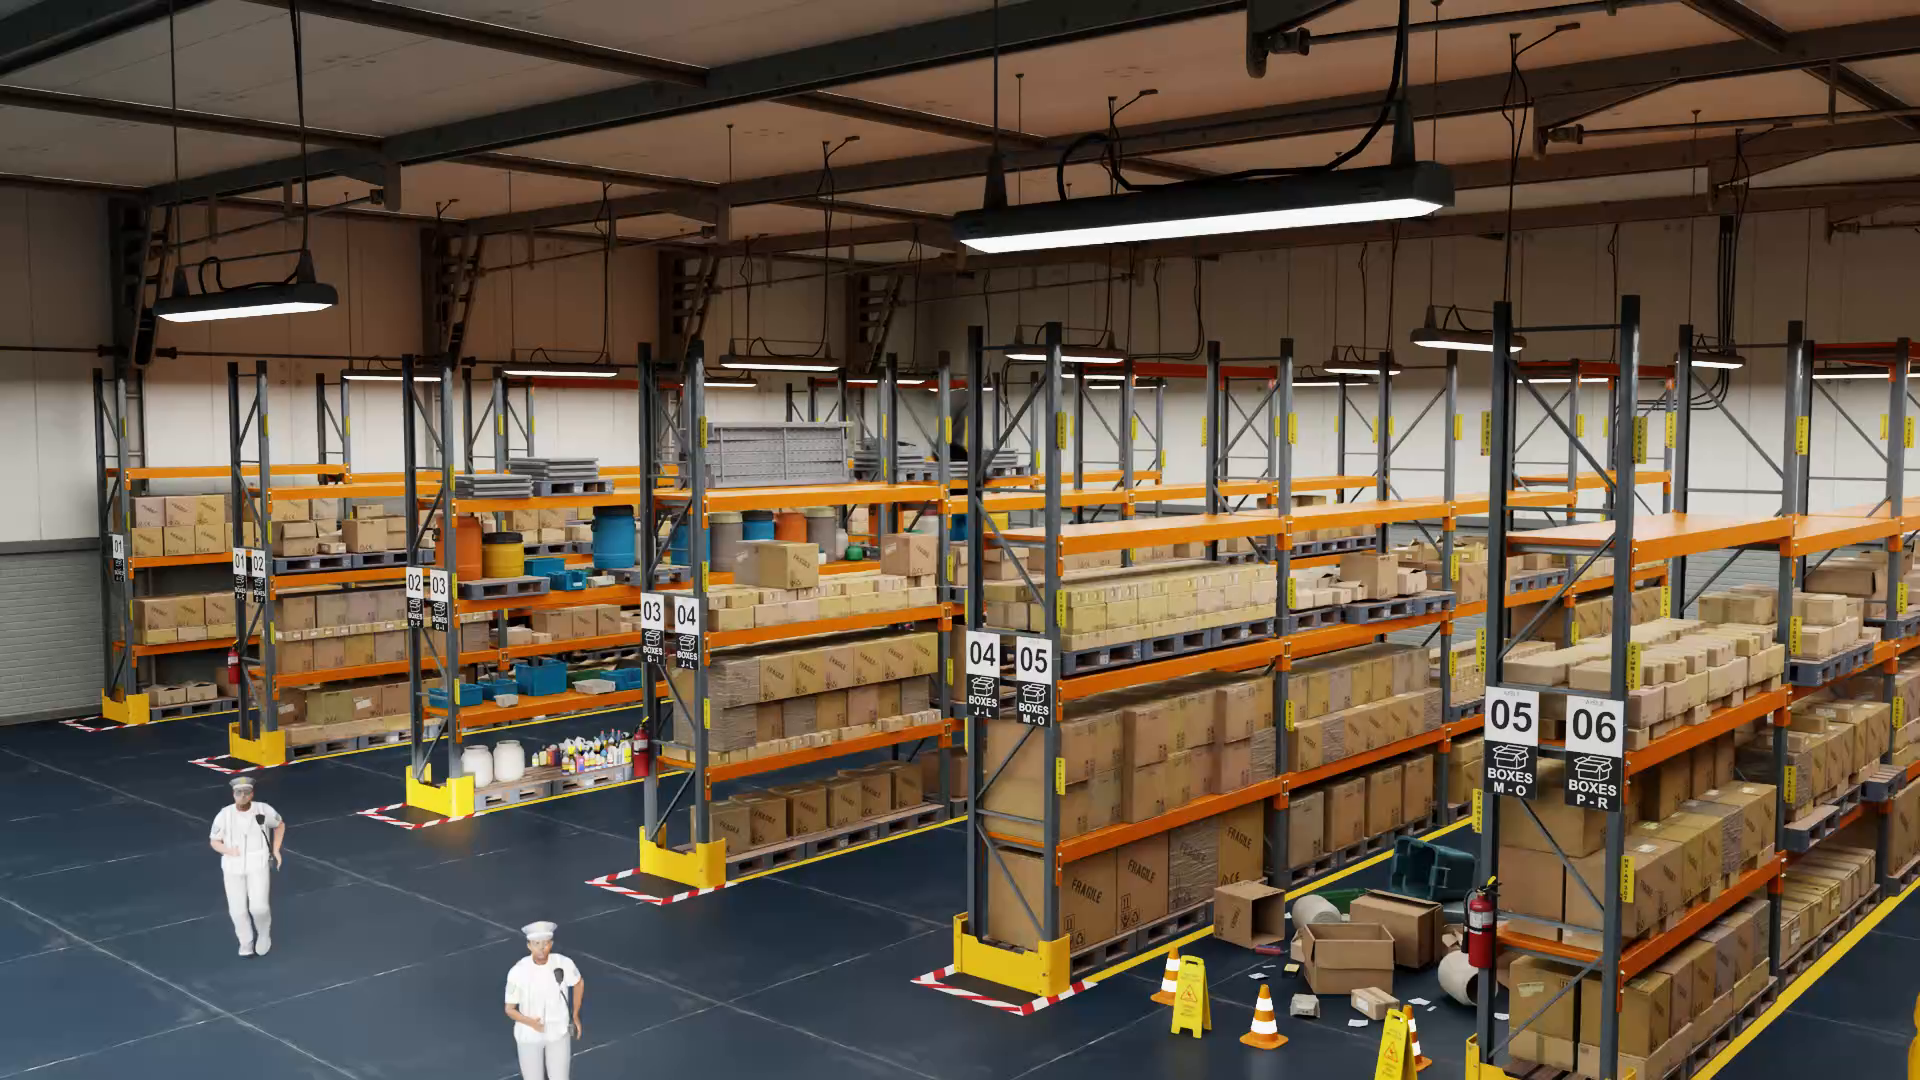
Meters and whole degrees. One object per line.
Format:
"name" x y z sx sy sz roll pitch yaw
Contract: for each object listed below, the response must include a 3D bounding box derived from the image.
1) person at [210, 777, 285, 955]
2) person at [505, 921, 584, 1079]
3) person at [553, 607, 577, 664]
"person" -6.781 3.117 15.824 0.646 1.752 0.655 -1 4 -18
"person" -2.889 3.471 11.600 0.546 1.661 0.608 -1 4 -14
"person" -7.485 2.053 31.561 0.557 1.588 0.929 4 5 40
